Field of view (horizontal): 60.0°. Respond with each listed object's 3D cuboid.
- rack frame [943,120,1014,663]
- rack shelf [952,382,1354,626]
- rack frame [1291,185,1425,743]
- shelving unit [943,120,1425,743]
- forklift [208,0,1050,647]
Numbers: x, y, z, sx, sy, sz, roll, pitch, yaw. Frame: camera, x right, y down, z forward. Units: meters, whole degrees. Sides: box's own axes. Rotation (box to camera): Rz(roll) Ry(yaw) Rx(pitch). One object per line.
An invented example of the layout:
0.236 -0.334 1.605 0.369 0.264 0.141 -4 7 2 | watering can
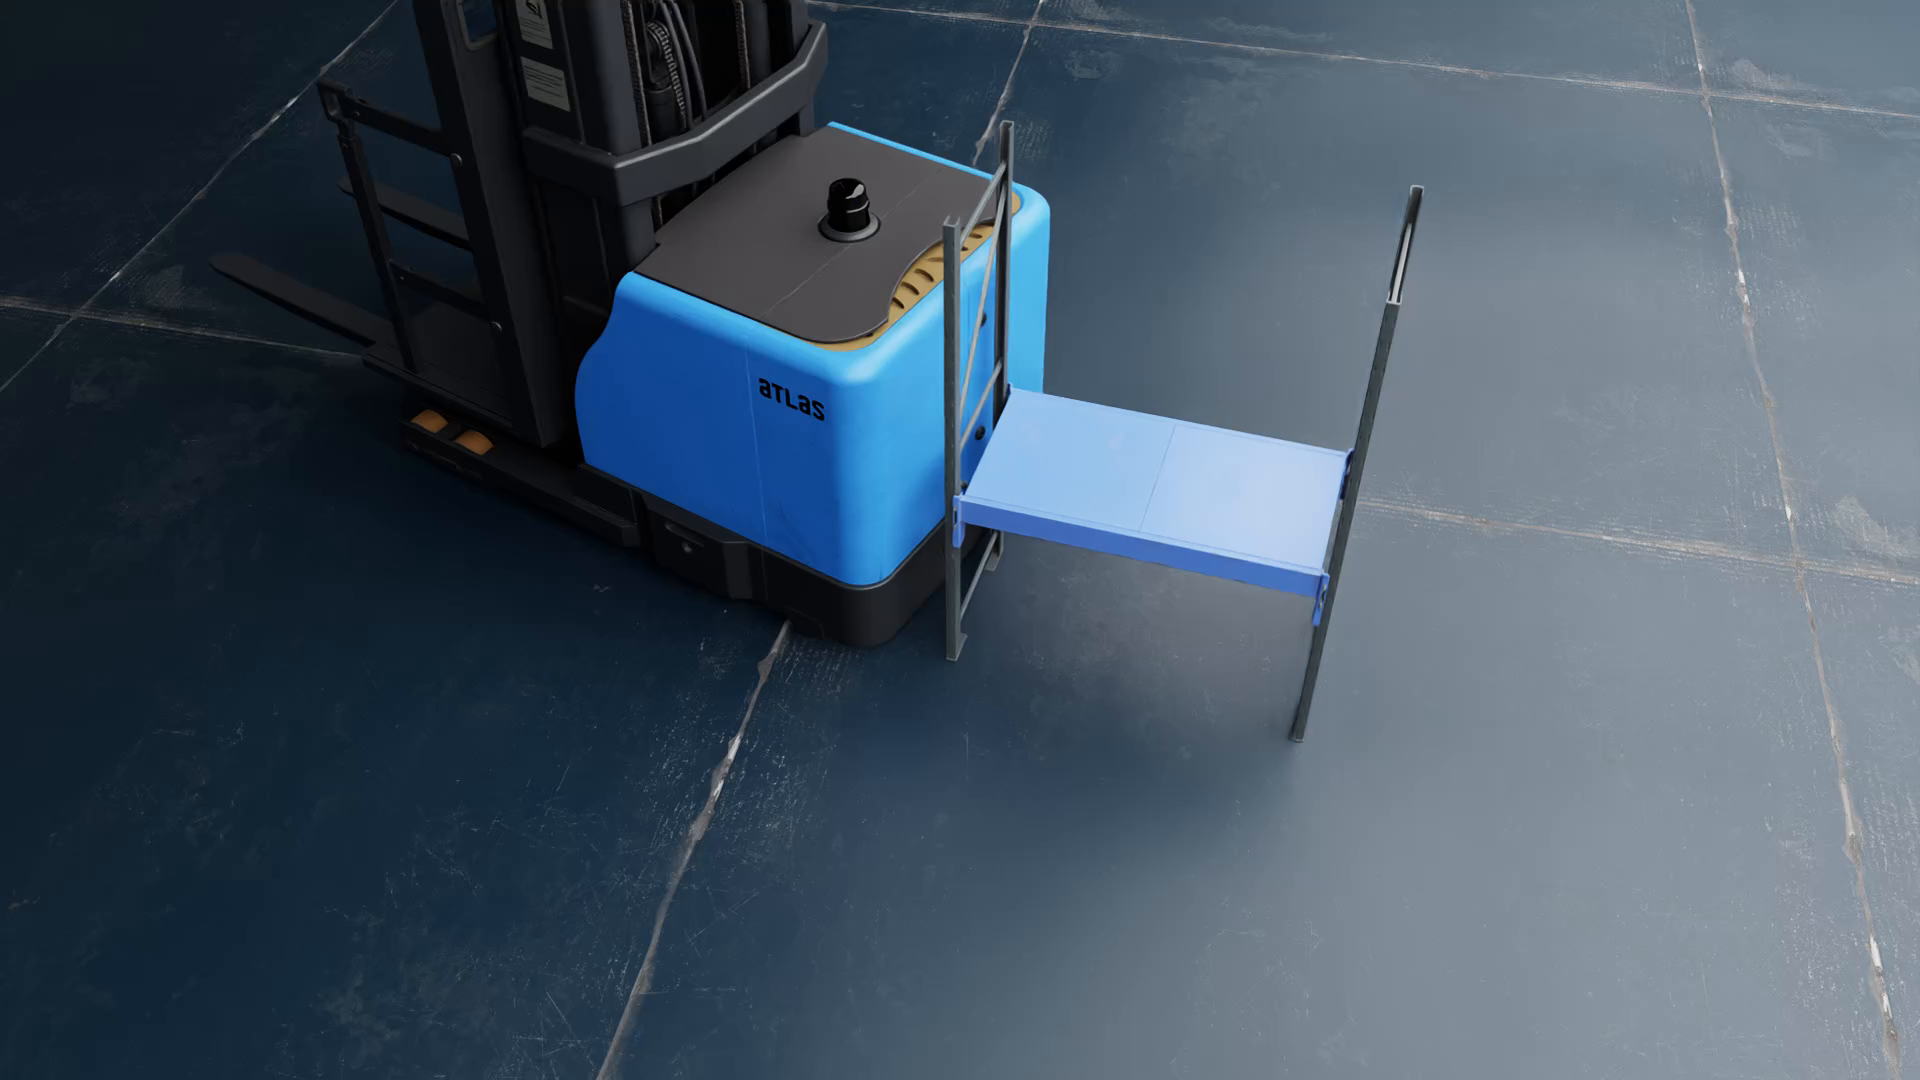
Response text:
0.048 -0.349 4.531 0.032 1.500 0.500 12 45 12 | rack frame
0.533 -0.115 4.547 1.000 0.185 0.538 12 45 12 | rack shelf
1.019 -0.140 4.313 0.032 1.500 0.500 12 45 12 | rack frame
0.533 -0.244 4.422 1.048 1.500 0.538 12 45 12 | shelving unit
-1.246 -1.533 4.729 3.031 2.935 1.130 24 49 23 | forklift
